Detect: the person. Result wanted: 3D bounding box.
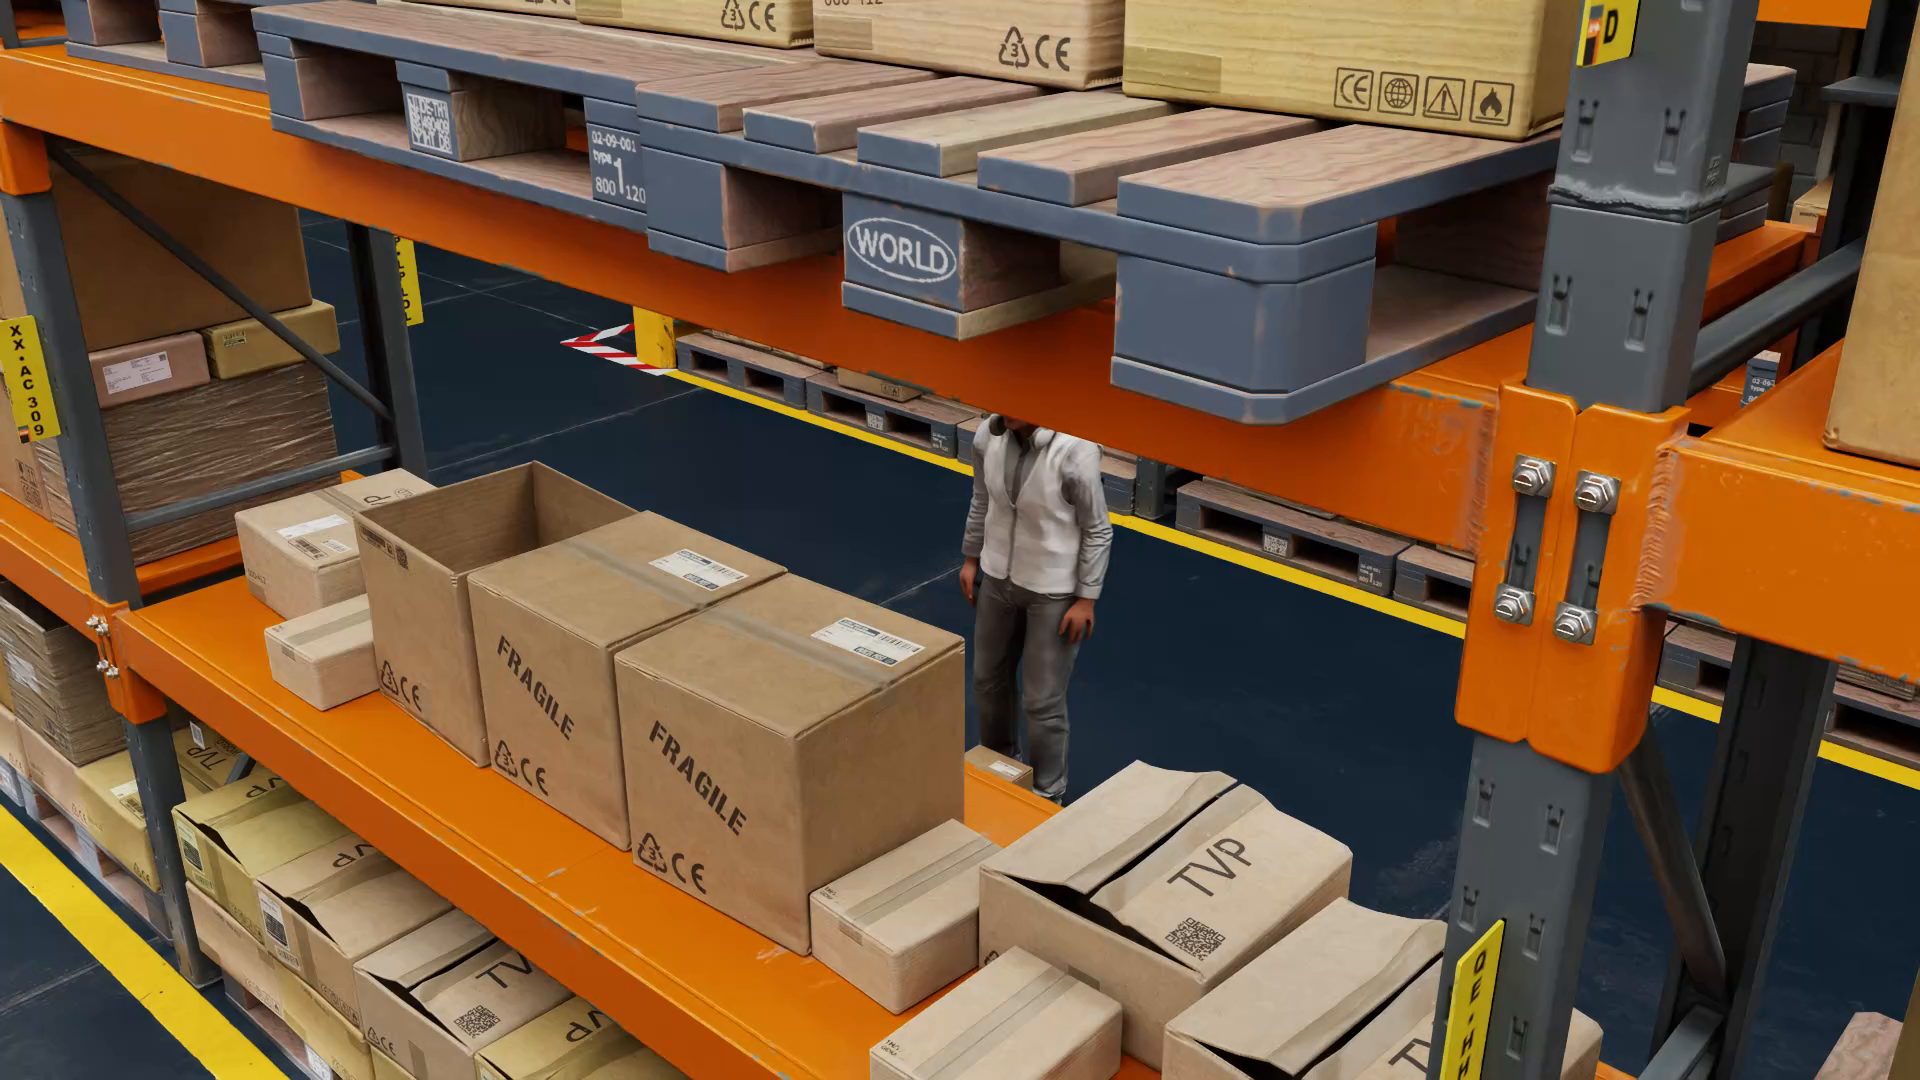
[{"bbox_3d":[0.246,0.144,5.741,0.582,1.771,0.465,20,30,37],"label":"person"}]
